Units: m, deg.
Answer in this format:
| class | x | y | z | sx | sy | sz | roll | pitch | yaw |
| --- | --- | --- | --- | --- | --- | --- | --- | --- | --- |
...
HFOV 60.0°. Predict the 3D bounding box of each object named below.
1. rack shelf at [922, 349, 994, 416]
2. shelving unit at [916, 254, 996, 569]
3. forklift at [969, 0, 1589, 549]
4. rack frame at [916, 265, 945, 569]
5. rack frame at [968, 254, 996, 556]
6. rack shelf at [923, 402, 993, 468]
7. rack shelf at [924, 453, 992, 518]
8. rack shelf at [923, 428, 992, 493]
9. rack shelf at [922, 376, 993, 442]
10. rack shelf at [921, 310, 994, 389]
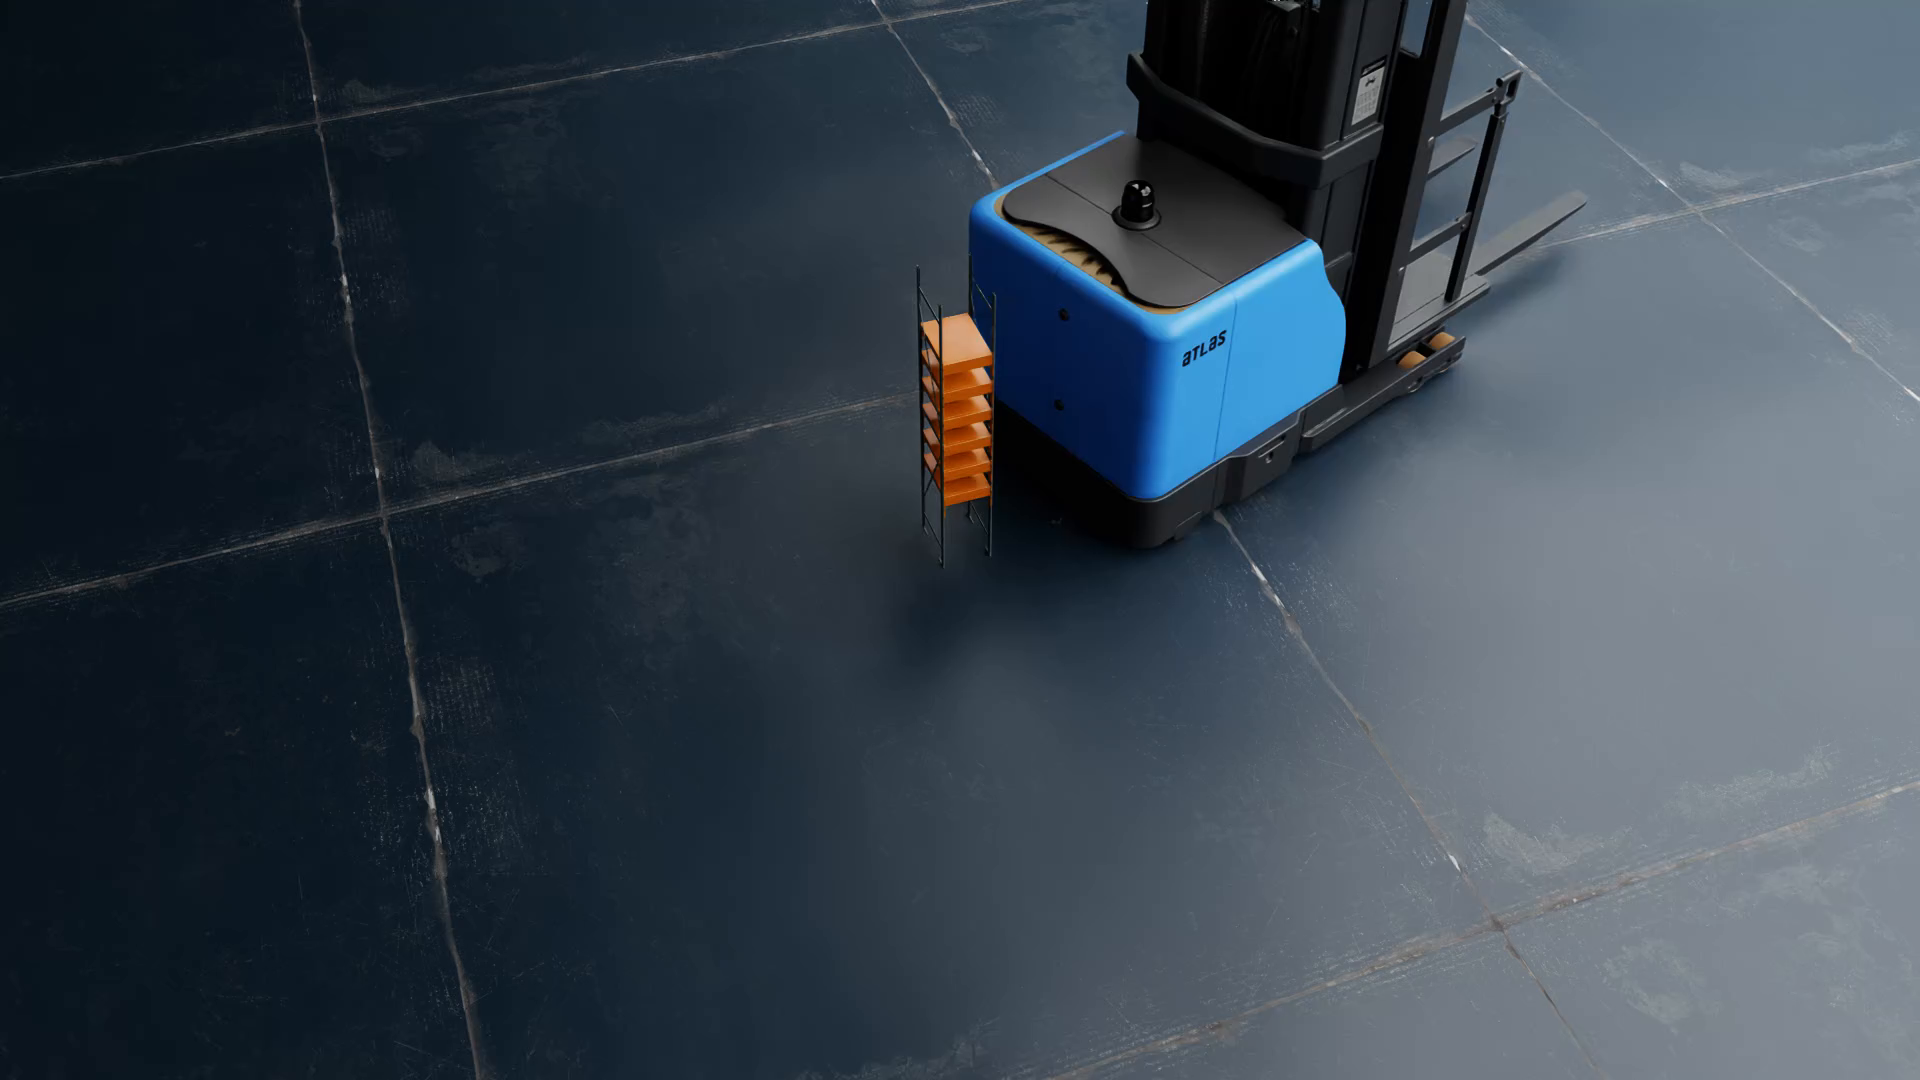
| class | x | y | z | sx | sy | sz | roll | pitch | yaw |
| --- | --- | --- | --- | --- | --- | --- | --- | --- | --- |
| rack shelf | -0.014 | -0.558 | 5.683 | 0.180 | 0.103 | 0.258 | -14 | 47 | -14 |
| shelving unit | -0.014 | -0.420 | 5.822 | 0.189 | 1.200 | 0.258 | -14 | 47 | -14 |
| forklift | 1.463 | -1.899 | 6.074 | 3.031 | 2.935 | 1.130 | -31 | 53 | -27 |
| rack frame | -0.100 | -0.398 | 5.800 | 0.006 | 1.200 | 0.240 | -14 | 47 | -14 |
| rack frame | 0.072 | -0.442 | 5.843 | 0.006 | 1.200 | 0.240 | -14 | 47 | -14 |
| rack shelf | -0.014 | -0.389 | 5.853 | 0.180 | 0.103 | 0.258 | -14 | 47 | -14 |
| rack shelf | -0.014 | -0.219 | 6.023 | 0.180 | 0.103 | 0.258 | -14 | 47 | -14 |
| rack shelf | -0.014 | -0.304 | 5.938 | 0.180 | 0.103 | 0.258 | -14 | 47 | -14 |
| rack shelf | -0.014 | -0.473 | 5.768 | 0.180 | 0.103 | 0.258 | -14 | 47 | -14 |
| rack shelf | -0.014 | -0.643 | 5.598 | 0.180 | 0.103 | 0.258 | -14 | 47 | -14 |
